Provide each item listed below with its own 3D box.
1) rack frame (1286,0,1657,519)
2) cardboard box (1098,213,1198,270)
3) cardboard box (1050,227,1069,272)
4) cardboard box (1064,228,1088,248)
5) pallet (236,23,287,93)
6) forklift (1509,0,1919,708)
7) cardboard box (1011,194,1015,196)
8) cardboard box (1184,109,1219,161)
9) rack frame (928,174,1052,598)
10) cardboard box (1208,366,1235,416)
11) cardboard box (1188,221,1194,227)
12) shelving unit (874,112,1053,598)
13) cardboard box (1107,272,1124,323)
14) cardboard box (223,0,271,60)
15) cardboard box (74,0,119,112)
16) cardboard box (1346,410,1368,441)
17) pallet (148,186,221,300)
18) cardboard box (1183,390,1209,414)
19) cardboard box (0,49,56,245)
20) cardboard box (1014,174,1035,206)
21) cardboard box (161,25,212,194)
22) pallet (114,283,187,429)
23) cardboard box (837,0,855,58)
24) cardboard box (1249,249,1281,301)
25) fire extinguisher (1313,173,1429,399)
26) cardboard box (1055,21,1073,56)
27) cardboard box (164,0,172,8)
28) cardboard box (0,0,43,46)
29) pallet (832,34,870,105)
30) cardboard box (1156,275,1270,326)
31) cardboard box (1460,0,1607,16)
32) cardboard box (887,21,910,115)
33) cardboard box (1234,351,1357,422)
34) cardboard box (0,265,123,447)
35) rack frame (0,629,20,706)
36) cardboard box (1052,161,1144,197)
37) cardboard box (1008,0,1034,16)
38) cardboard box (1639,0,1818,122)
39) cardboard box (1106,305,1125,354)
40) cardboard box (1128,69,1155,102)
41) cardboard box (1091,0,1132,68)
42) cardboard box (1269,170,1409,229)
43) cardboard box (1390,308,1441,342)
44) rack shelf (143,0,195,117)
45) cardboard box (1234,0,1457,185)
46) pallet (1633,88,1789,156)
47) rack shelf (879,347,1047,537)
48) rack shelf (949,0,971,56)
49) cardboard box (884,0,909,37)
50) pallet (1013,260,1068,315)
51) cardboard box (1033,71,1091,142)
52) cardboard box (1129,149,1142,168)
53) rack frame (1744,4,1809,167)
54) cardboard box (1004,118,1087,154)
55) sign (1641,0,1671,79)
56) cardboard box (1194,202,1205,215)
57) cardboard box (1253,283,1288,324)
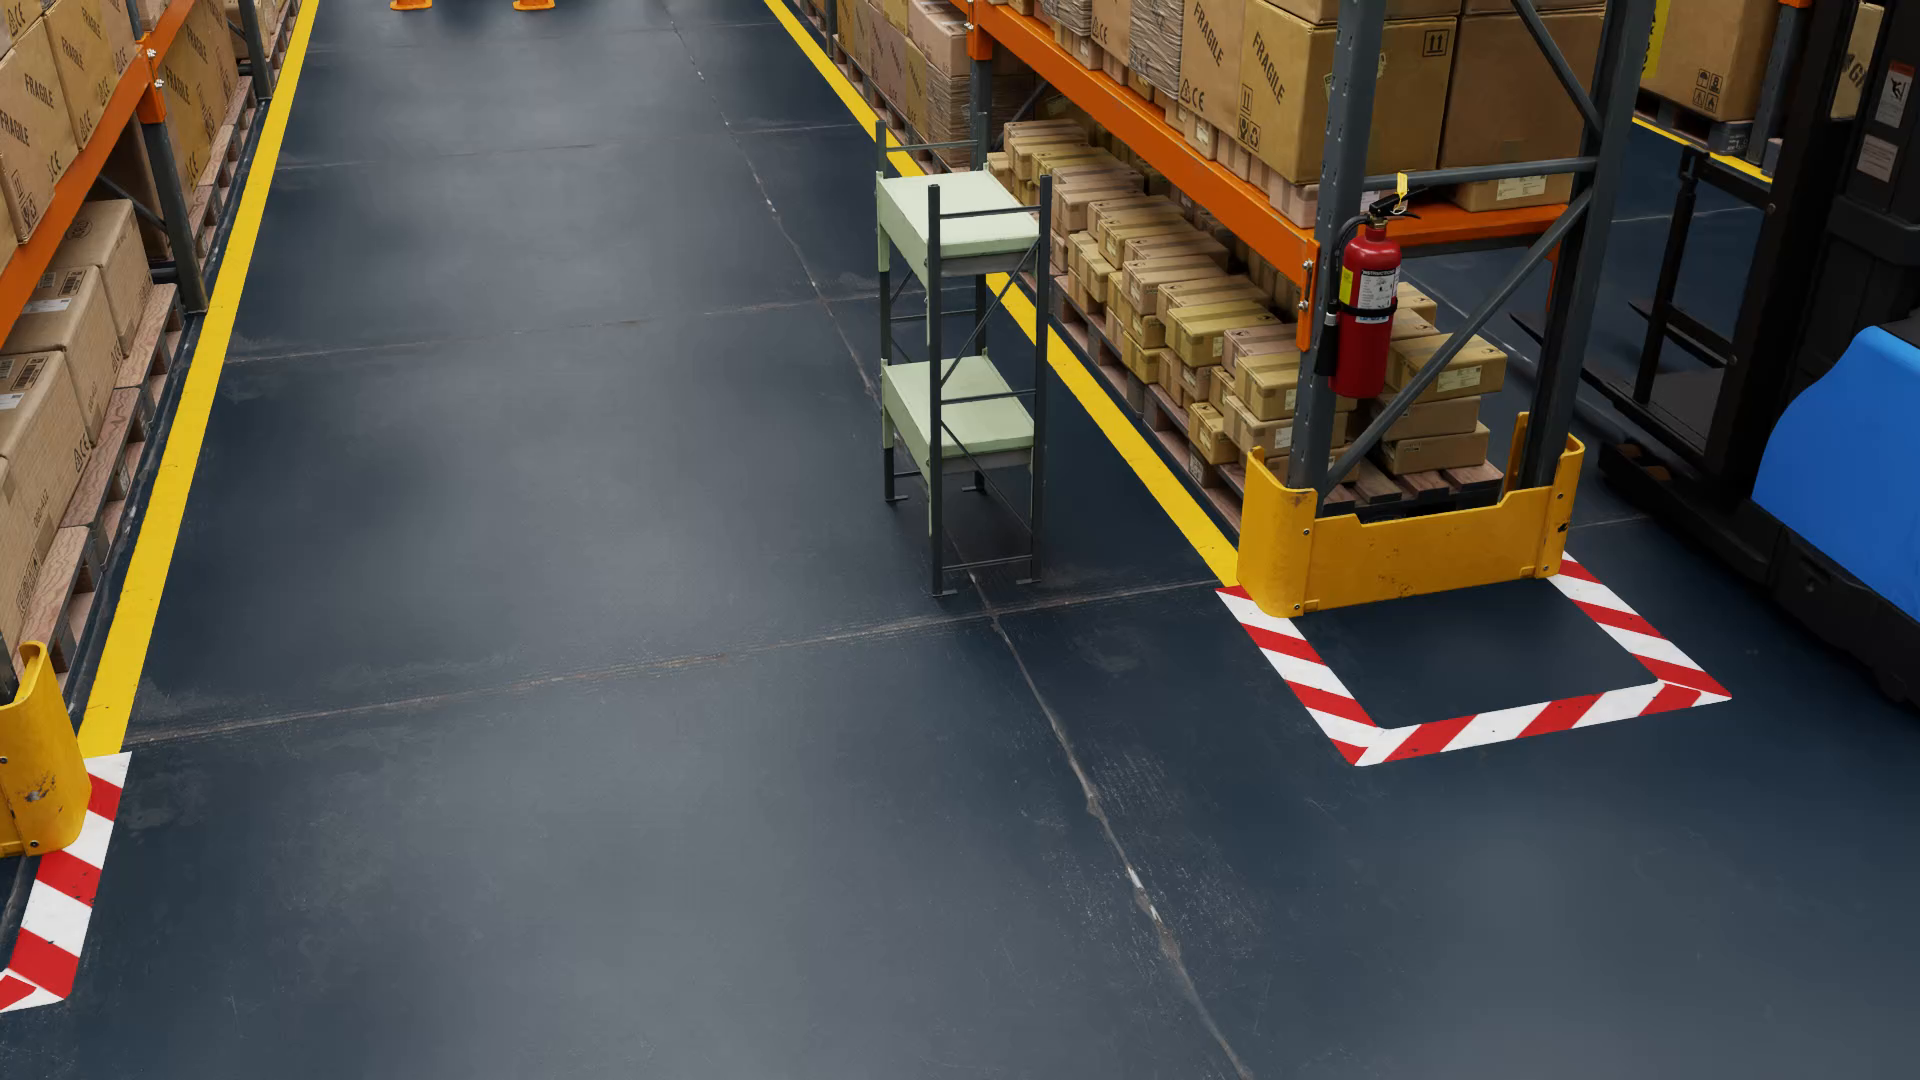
[{"bbox_3d":[1.613,-1.143,5.230,1.000,3.000,0.127,-8,31,-13],"label":"rack frame"},{"bbox_3d":[0.833,-1.328,7.383,0.380,0.149,0.250,-8,31,-13],"label":"cardboard box"},{"bbox_3d":[0.640,-1.446,8.181,0.380,0.149,0.250,-8,31,-14],"label":"cardboard box"},{"bbox_3d":[0.711,-1.444,7.880,0.380,0.149,0.250,-6,31,-11],"label":"cardboard box"},{"bbox_3d":[-5.462,-3.470,12.035,1.003,0.211,1.213,-8,31,-13],"label":"pallet"},{"bbox_3d":[3.187,-1.424,5.784,1.130,2.935,3.031,-7,31,-12],"label":"forklift"},{"bbox_3d":[0.338,-1.804,8.799,0.380,0.149,0.250,-9,31,-15],"label":"cardboard box"},{"bbox_3d":[1.053,-1.518,6.130,0.380,0.149,0.250,-7,31,-12],"label":"cardboard box"},{"bbox_3d":[0.095,-0.476,5.574,0.400,1.500,0.023,-8,31,-13],"label":"rack frame"},{"bbox_3d":[1.180,-0.570,6.370,0.380,0.149,0.250,-9,31,-14],"label":"cardboard box"},{"bbox_3d":[1.223,-1.399,7.802,0.380,0.149,0.250,-9,31,-16],"label":"cardboard box"},{"bbox_3d":[-0.002,-0.652,5.880,0.431,1.500,0.755,-8,31,-13],"label":"shelving unit"},{"bbox_3d":[0.858,-1.062,7.220,0.380,0.149,0.250,-6,31,-11],"label":"cardboard box"},{"bbox_3d":[-5.397,-3.618,11.711,0.950,0.372,0.625,-10,32,-17],"label":"cardboard box"},{"bbox_3d":[-3.683,-1.973,6.565,0.500,0.500,0.500,-9,31,-14],"label":"cardboard box"},{"bbox_3d":[1.634,-0.502,6.549,0.380,0.149,0.250,-8,31,-13],"label":"cardboard box"},{"bbox_3d":[-4.472,-1.524,8.671,1.003,0.211,1.213,-8,31,-13],"label":"pallet"},{"bbox_3d":[1.119,-0.567,6.662,0.380,0.149,0.250,-8,31,-14],"label":"cardboard box"},{"bbox_3d":[-3.262,-1.238,5.294,0.500,0.500,0.500,-8,31,-14],"label":"cardboard box"},{"bbox_3d":[0.493,-1.823,8.536,0.380,0.149,0.250,-8,31,-13],"label":"cardboard box"},{"bbox_3d":[-4.683,-2.354,9.024,0.875,0.875,0.875,-7,31,-12],"label":"cardboard box"},{"bbox_3d":[-4.068,-0.783,7.392,1.003,0.211,1.213,-8,31,-13],"label":"pallet"},{"bbox_3d":[-0.569,-3.731,11.778,0.500,0.500,0.500,-9,31,-15],"label":"cardboard box"},{"bbox_3d":[1.459,-1.146,7.069,0.380,0.149,0.250,-7,31,-11],"label":"cardboard box"},{"bbox_3d":[1.235,-0.765,5.027,0.296,0.674,0.183,-8,31,-13],"label":"fire extinguisher"},{"bbox_3d":[0.643,-2.286,7.457,0.380,0.149,0.250,-7,31,-12],"label":"cardboard box"},{"bbox_3d":[-4.196,-2.800,8.243,0.500,0.250,0.500,-9,31,-14],"label":"cardboard box"},{"bbox_3d":[-3.407,-1.919,5.472,0.500,0.500,0.500,-8,31,-13],"label":"cardboard box"},{"bbox_3d":[-0.305,-3.422,11.952,1.003,0.211,1.213,-8,31,-13],"label":"pallet"},{"bbox_3d":[1.018,-0.941,6.714,0.380,0.149,0.250,-9,31,-15],"label":"cardboard box"},{"bbox_3d":[1.750,-2.000,5.316,0.500,0.500,0.500,-8,31,-14],"label":"cardboard box"},{"bbox_3d":[-0.156,-2.995,10.506,0.500,0.500,0.500,-9,31,-14],"label":"cardboard box"},{"bbox_3d":[1.228,-0.570,6.074,0.380,0.149,0.250,-7,31,-13],"label":"cardboard box"},{"bbox_3d":[-3.893,-0.691,6.588,0.875,0.438,0.875,-9,31,-15],"label":"cardboard box"},{"bbox_3d":[-3.133,-0.436,4.009,1.000,3.000,0.127,-8,31,-13],"label":"rack frame"},{"bbox_3d":[0.665,-1.707,8.037,0.380,0.149,0.250,-9,31,-15],"label":"cardboard box"},{"bbox_3d":[0.451,-2.671,8.121,0.380,0.149,0.250,-7,31,-12],"label":"cardboard box"},{"bbox_3d":[5.171,-3.254,10.579,1.225,0.875,0.875,-8,31,-13],"label":"cardboard box"},{"bbox_3d":[0.860,-0.934,7.296,0.380,0.149,0.250,-7,31,-12],"label":"cardboard box"},{"bbox_3d":[0.911,-1.914,6.813,0.380,0.149,0.250,-7,31,-12],"label":"cardboard box"},{"bbox_3d":[0.847,-2.233,6.717,0.500,0.500,0.500,-6,31,-11],"label":"cardboard box"},{"bbox_3d":[1.254,-1.154,5.500,0.380,0.149,0.250,-8,31,-13],"label":"cardboard box"},{"bbox_3d":[1.612,-0.764,6.408,0.380,0.149,0.250,-7,31,-12],"label":"cardboard box"},{"bbox_3d":[-4.725,-3.022,9.195,1.077,0.370,4.000,-8,31,-13],"label":"rack shelf"},{"bbox_3d":[1.245,-1.498,5.446,0.500,0.500,0.500,-7,31,-12],"label":"cardboard box"},{"bbox_3d":[5.083,-2.841,10.948,1.003,0.211,1.213,-8,31,-13],"label":"pallet"},{"bbox_3d":[-0.002,-0.370,6.043,0.431,0.370,0.720,-8,31,-13],"label":"rack shelf"},{"bbox_3d":[0.020,-3.729,10.417,1.077,0.370,4.000,-8,31,-13],"label":"rack shelf"},{"bbox_3d":[-0.168,-3.329,10.334,0.500,0.250,0.500,-9,31,-15],"label":"cardboard box"},{"bbox_3d":[0.763,-1.548,8.714,1.003,0.211,1.213,-8,31,-13],"label":"pallet"},{"bbox_3d":[0.611,-2.567,9.766,0.500,0.500,0.500,-7,31,-11],"label":"cardboard box"},{"bbox_3d":[1.076,-1.905,8.380,0.380,0.149,0.250,-8,31,-14],"label":"cardboard box"},{"bbox_3d":[5.360,-3.685,9.623,1.000,3.000,0.127,-8,31,-13],"label":"rack frame"},{"bbox_3d":[0.443,-2.086,8.693,0.380,0.149,0.250,-7,31,-11],"label":"cardboard box"},{"bbox_3d":[2.136,-1.590,5.138,0.100,0.325,0.005,-8,31,-13],"label":"sign"},{"bbox_3d":[1.314,-1.523,7.719,0.380,0.149,0.250,-9,31,-15],"label":"cardboard box"},{"bbox_3d":[1.427,-1.007,7.125,0.380,0.149,0.250,-9,31,-16],"label":"cardboard box"}]
